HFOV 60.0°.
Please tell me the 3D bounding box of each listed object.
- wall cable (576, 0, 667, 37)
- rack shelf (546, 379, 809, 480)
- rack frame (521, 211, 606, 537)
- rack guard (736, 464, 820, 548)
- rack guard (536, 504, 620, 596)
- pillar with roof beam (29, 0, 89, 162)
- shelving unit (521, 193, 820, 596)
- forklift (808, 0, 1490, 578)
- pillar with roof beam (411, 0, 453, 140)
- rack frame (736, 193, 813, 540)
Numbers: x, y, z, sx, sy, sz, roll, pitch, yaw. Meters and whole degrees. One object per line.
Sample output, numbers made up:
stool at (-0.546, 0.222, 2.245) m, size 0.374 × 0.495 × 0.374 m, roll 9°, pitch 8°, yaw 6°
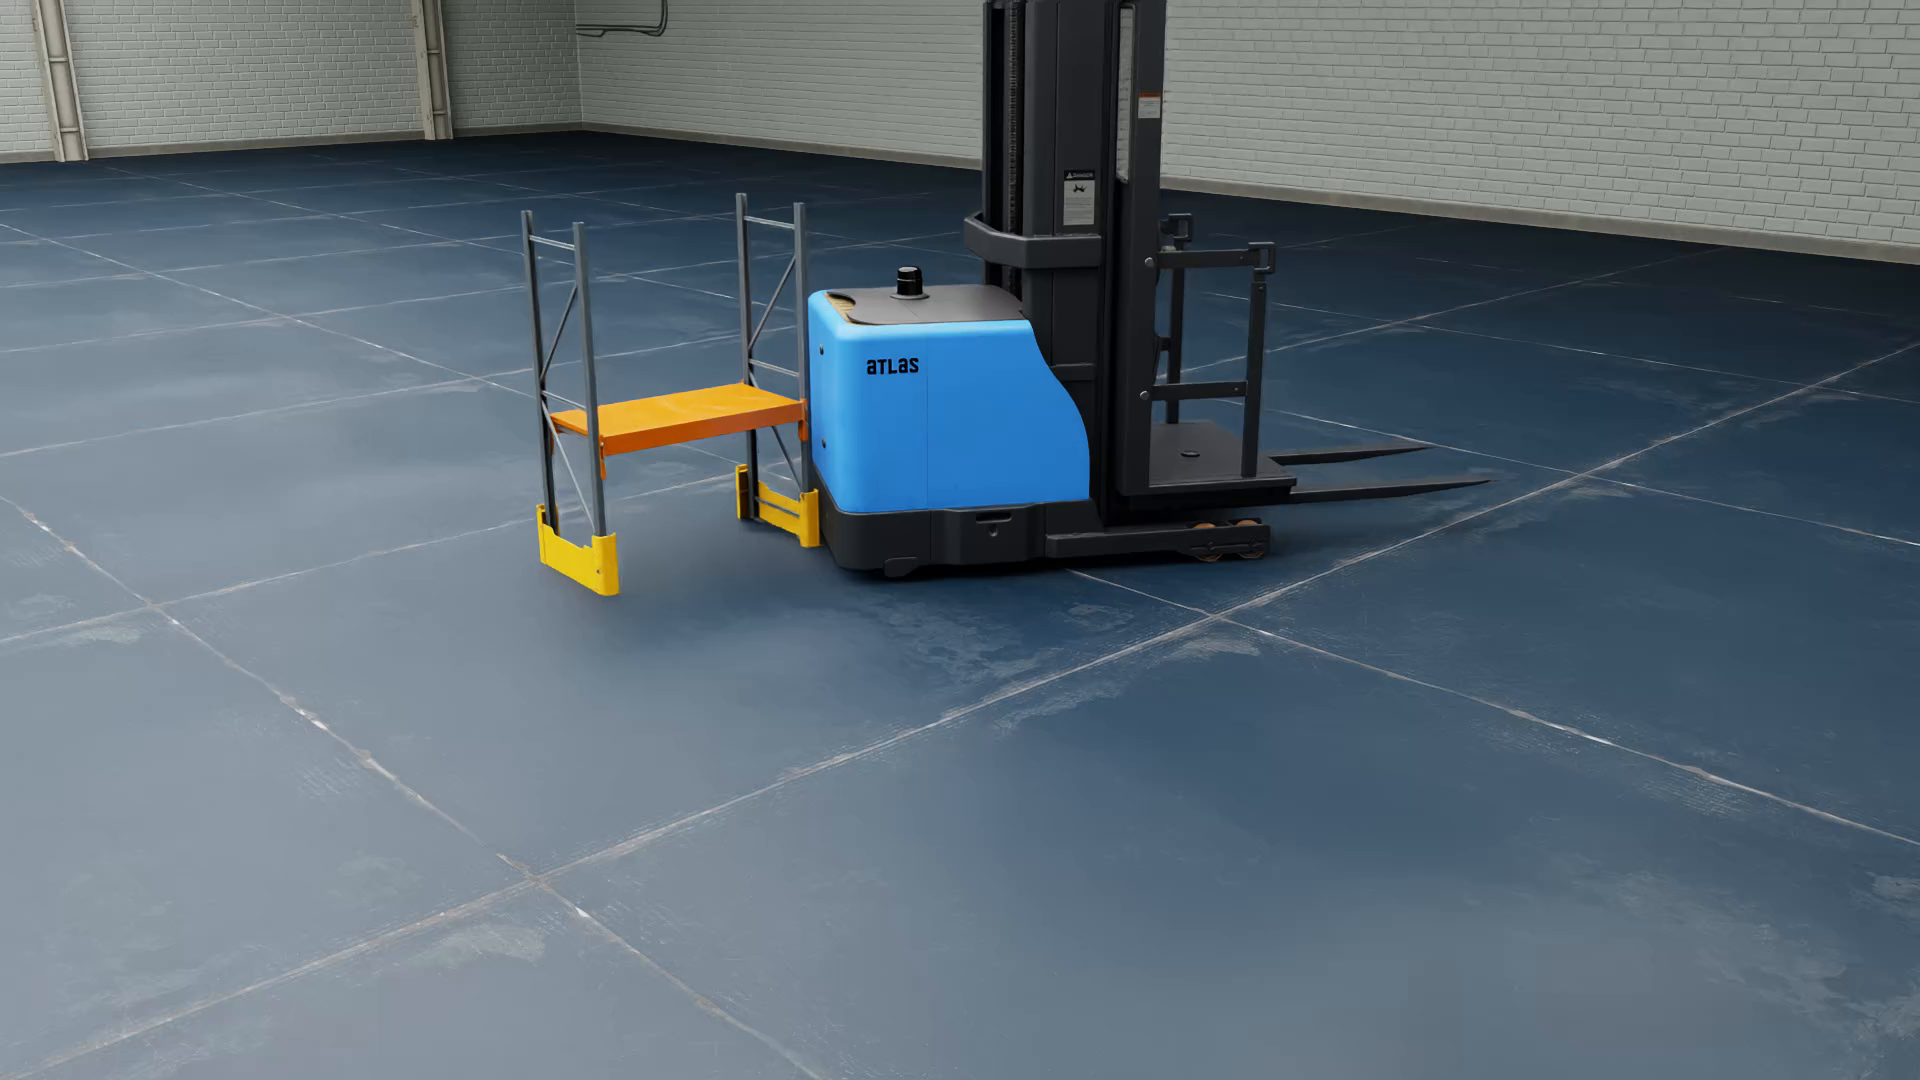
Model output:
wall cable at (-6.115, -10.187, 29.349) m, size 0.112 × 2.526 × 3.097 m, roll -16°, pitch 24°, yaw -41°
rack shelf at (-1.213, -0.488, 7.141) m, size 1.000 × 0.185 × 0.538 m, roll -14°, pitch 23°, yaw -37°
rack frame at (-1.607, -0.560, 6.780) m, size 0.032 × 1.500 × 0.500 m, roll -14°, pitch 23°, yaw -37°
rack guard at (-0.834, -0.160, 7.572) m, size 0.087 × 0.250 × 0.587 m, roll -14°, pitch 23°, yaw -37°
rack guard at (-1.606, 0.034, 6.973) m, size 0.087 × 0.250 × 0.587 m, roll -14°, pitch 23°, yaw -37°
pillar with roof beam at (-10.566, -9.100, 20.962) m, size 0.400 × 9.000 × 9.100 m, roll -16°, pitch 24°, yaw -41°
shelving unit at (-1.220, -0.657, 7.080) m, size 1.083 × 1.500 × 0.587 m, roll -14°, pitch 23°, yaw -37°
forklift at (0.876, -1.454, 7.216) m, size 3.031 × 2.935 × 1.130 m, roll -4°, pitch 18°, yaw -12°
pillar with roof beam at (-6.207, -10.372, 24.883) m, size 0.400 × 9.000 × 9.100 m, roll -16°, pitch 24°, yaw -41°
rack frame at (-0.819, -0.758, 7.391) m, size 0.032 × 1.500 × 0.500 m, roll -14°, pitch 23°, yaw -37°
